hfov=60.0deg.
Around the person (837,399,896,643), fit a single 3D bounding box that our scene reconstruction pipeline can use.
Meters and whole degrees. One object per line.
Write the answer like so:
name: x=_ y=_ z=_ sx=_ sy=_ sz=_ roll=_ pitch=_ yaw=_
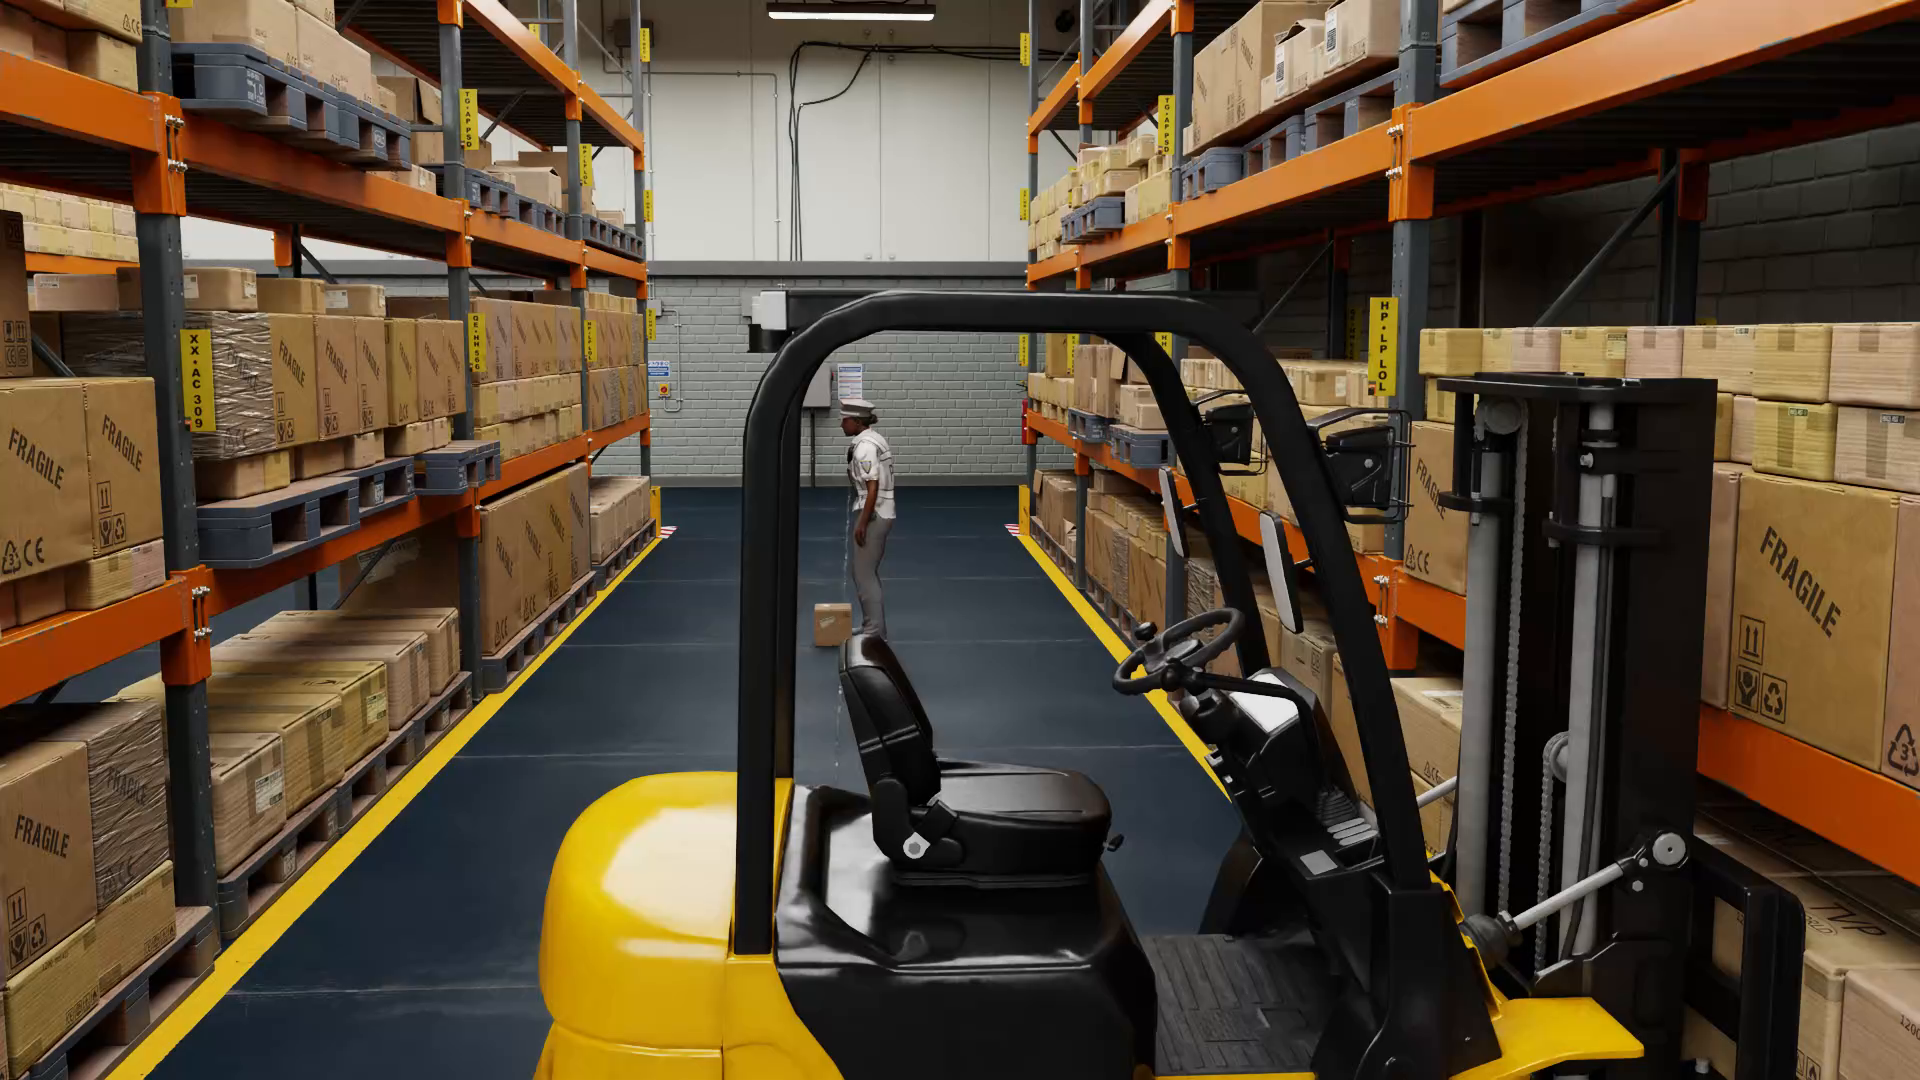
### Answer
person: x=-0.629 y=-0.124 z=11.276 sx=0.393 sy=1.657 sz=0.505 roll=0 pitch=7 yaw=-2
